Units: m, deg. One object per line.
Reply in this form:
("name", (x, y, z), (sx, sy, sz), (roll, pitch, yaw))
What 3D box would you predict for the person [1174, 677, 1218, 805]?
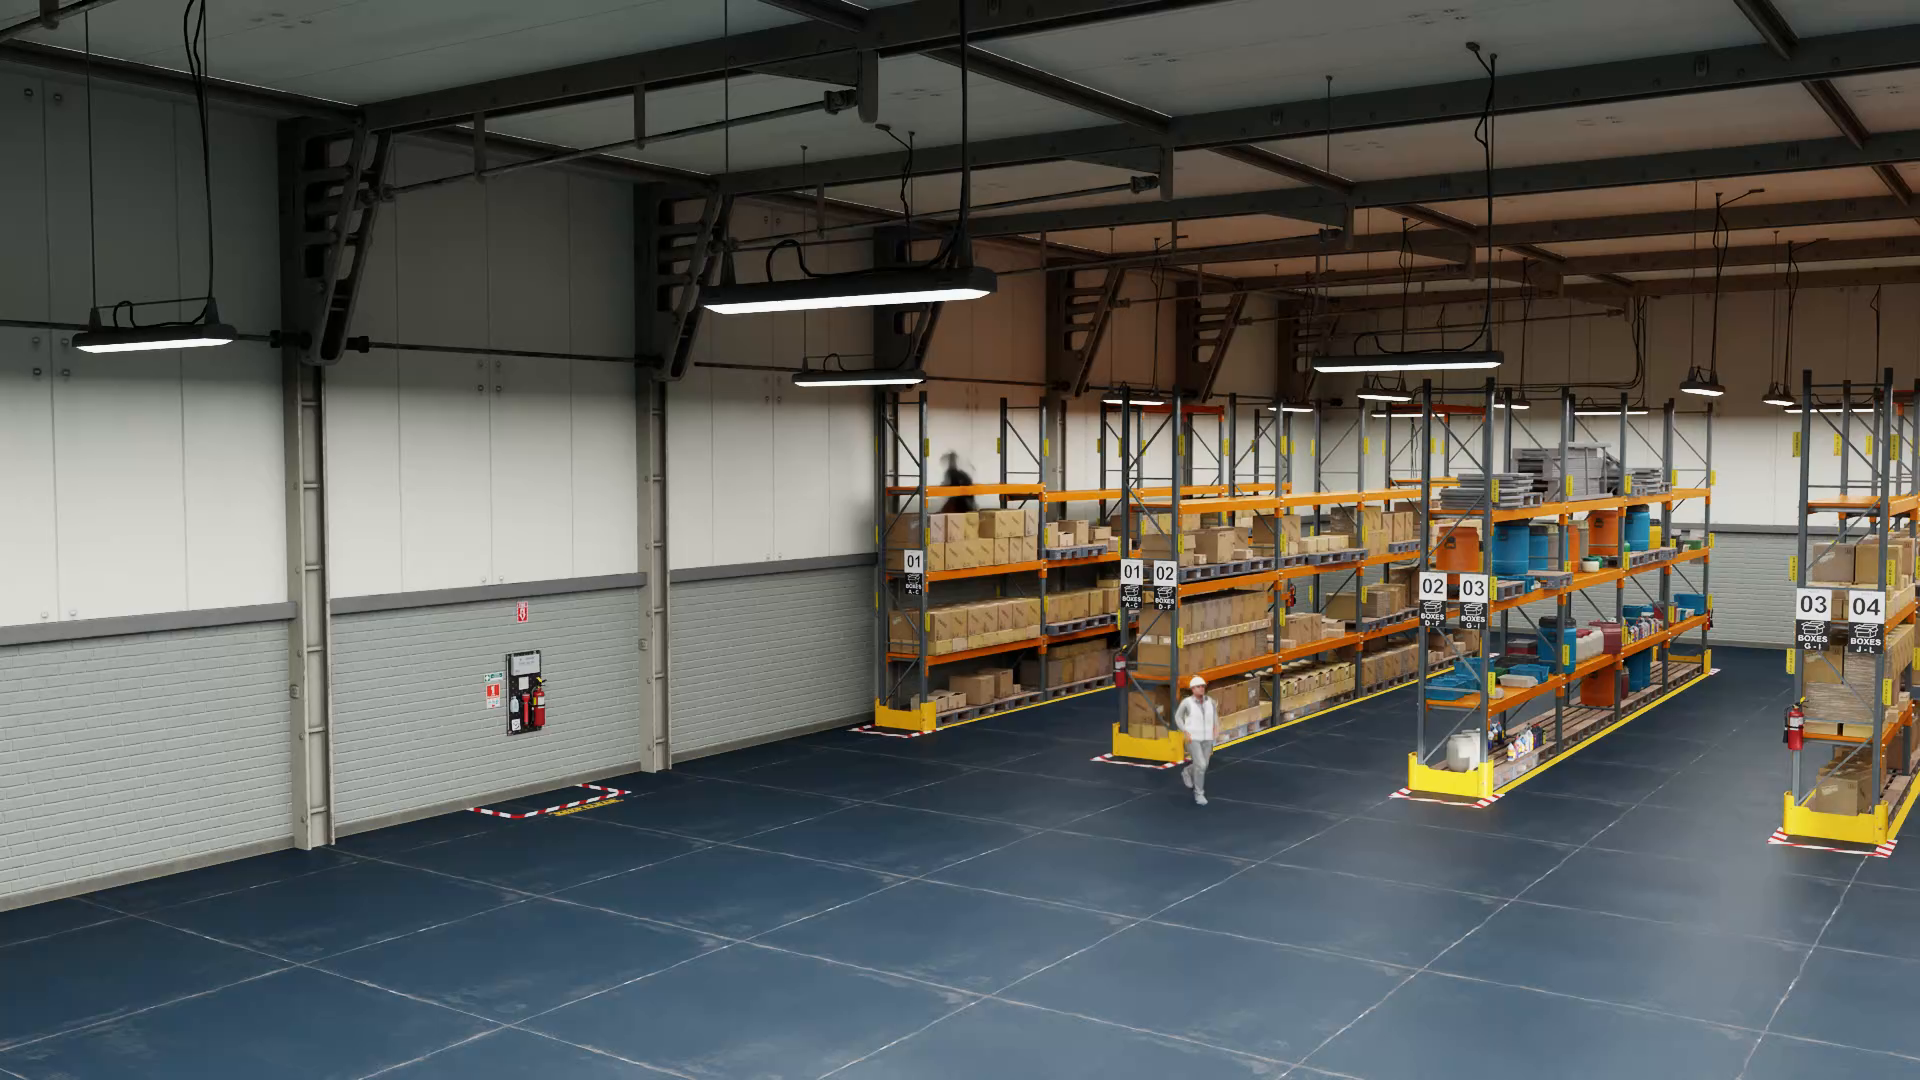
("person", (3.354, 2.813, 23.649), (0.662, 1.781, 0.783), (-1, 3, -22))
